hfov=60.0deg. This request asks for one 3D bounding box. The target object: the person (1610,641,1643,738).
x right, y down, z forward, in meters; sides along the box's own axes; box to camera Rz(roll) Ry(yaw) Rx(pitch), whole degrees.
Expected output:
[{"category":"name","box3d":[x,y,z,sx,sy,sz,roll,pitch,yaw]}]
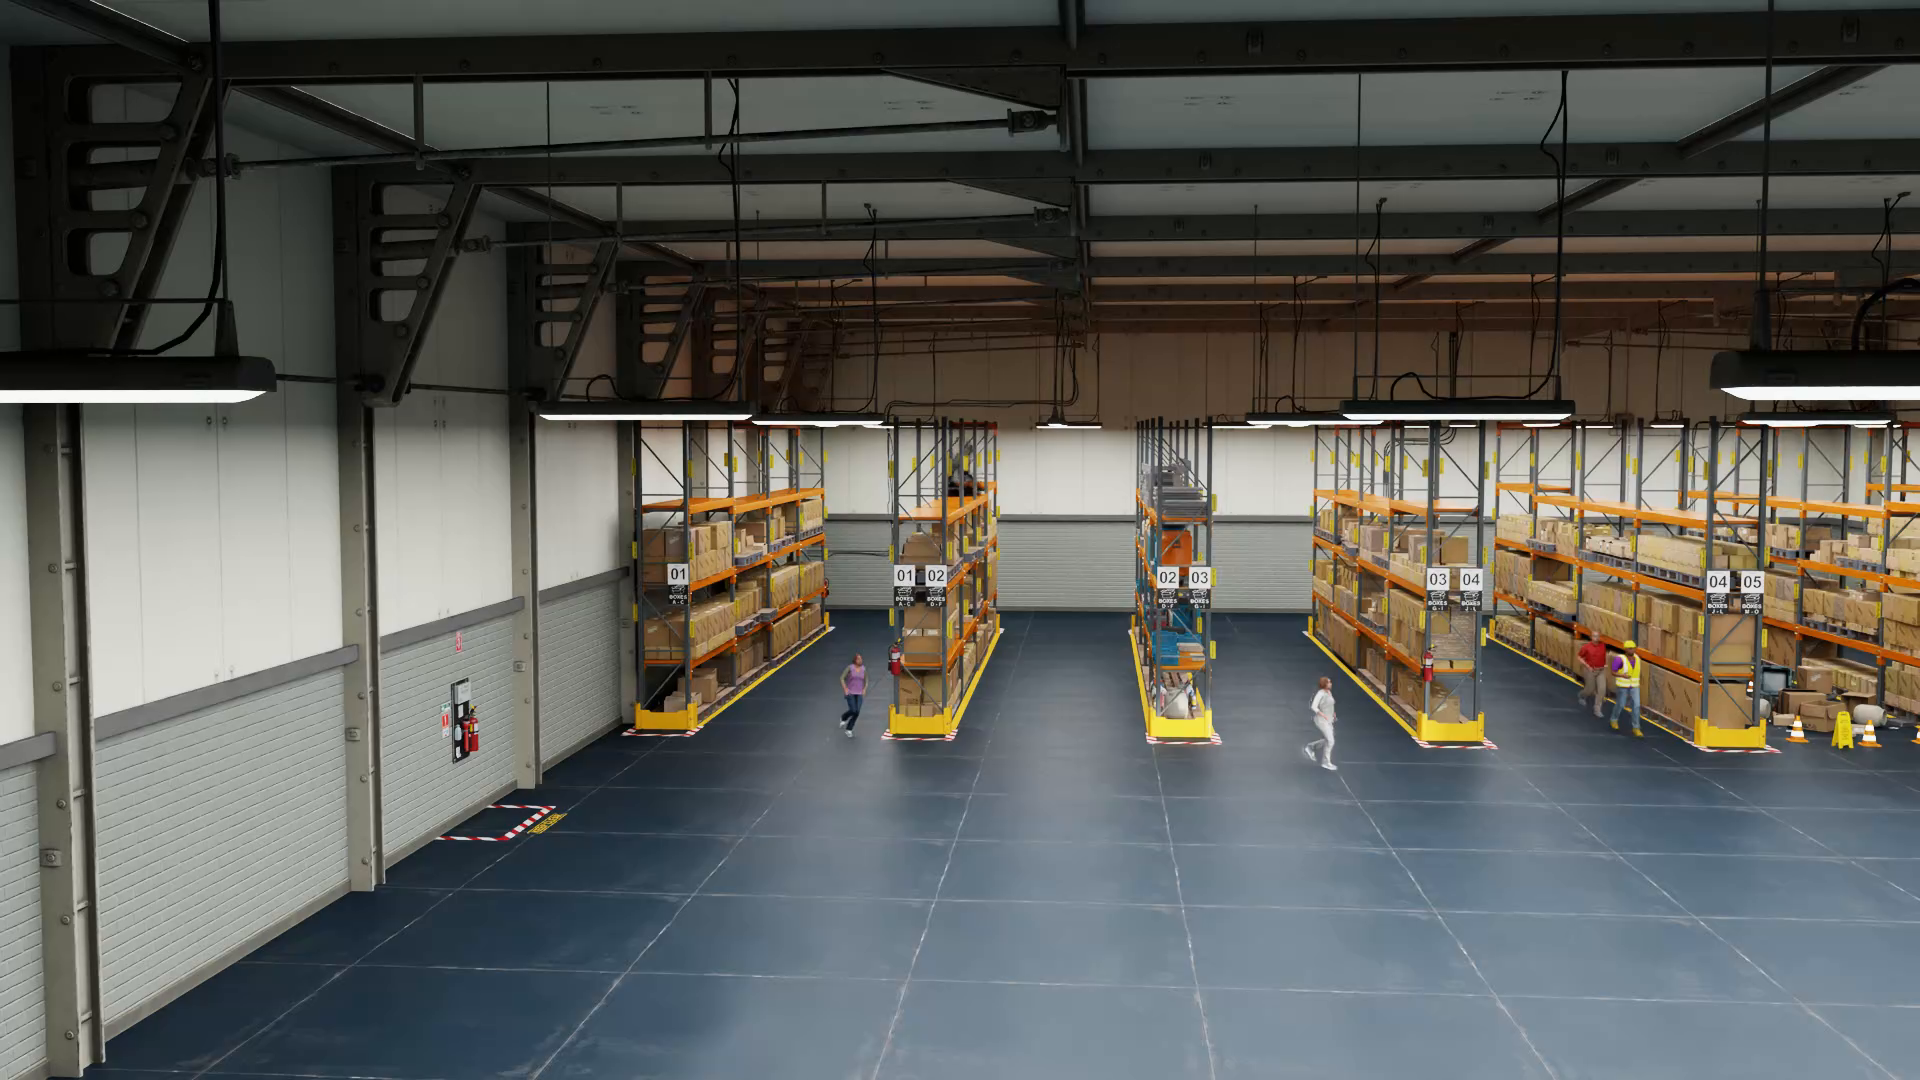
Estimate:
[{"category":"person","box3d":[12.586,2.772,31.414,0.650,1.775,0.953,0,4,-1]}]

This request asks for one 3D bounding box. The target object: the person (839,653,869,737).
[{"category":"person","box3d":[-1.971,2.917,31.357,0.532,1.562,0.516,-2,4,-26]}]

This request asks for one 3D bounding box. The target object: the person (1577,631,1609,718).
[{"category":"person","box3d":[12.831,2.691,33.661,0.663,1.717,0.816,0,4,-4]}]

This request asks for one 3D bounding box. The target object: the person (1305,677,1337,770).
[{"category":"person","box3d":[6.131,3.099,28.277,0.603,1.576,0.547,3,5,34]}]
